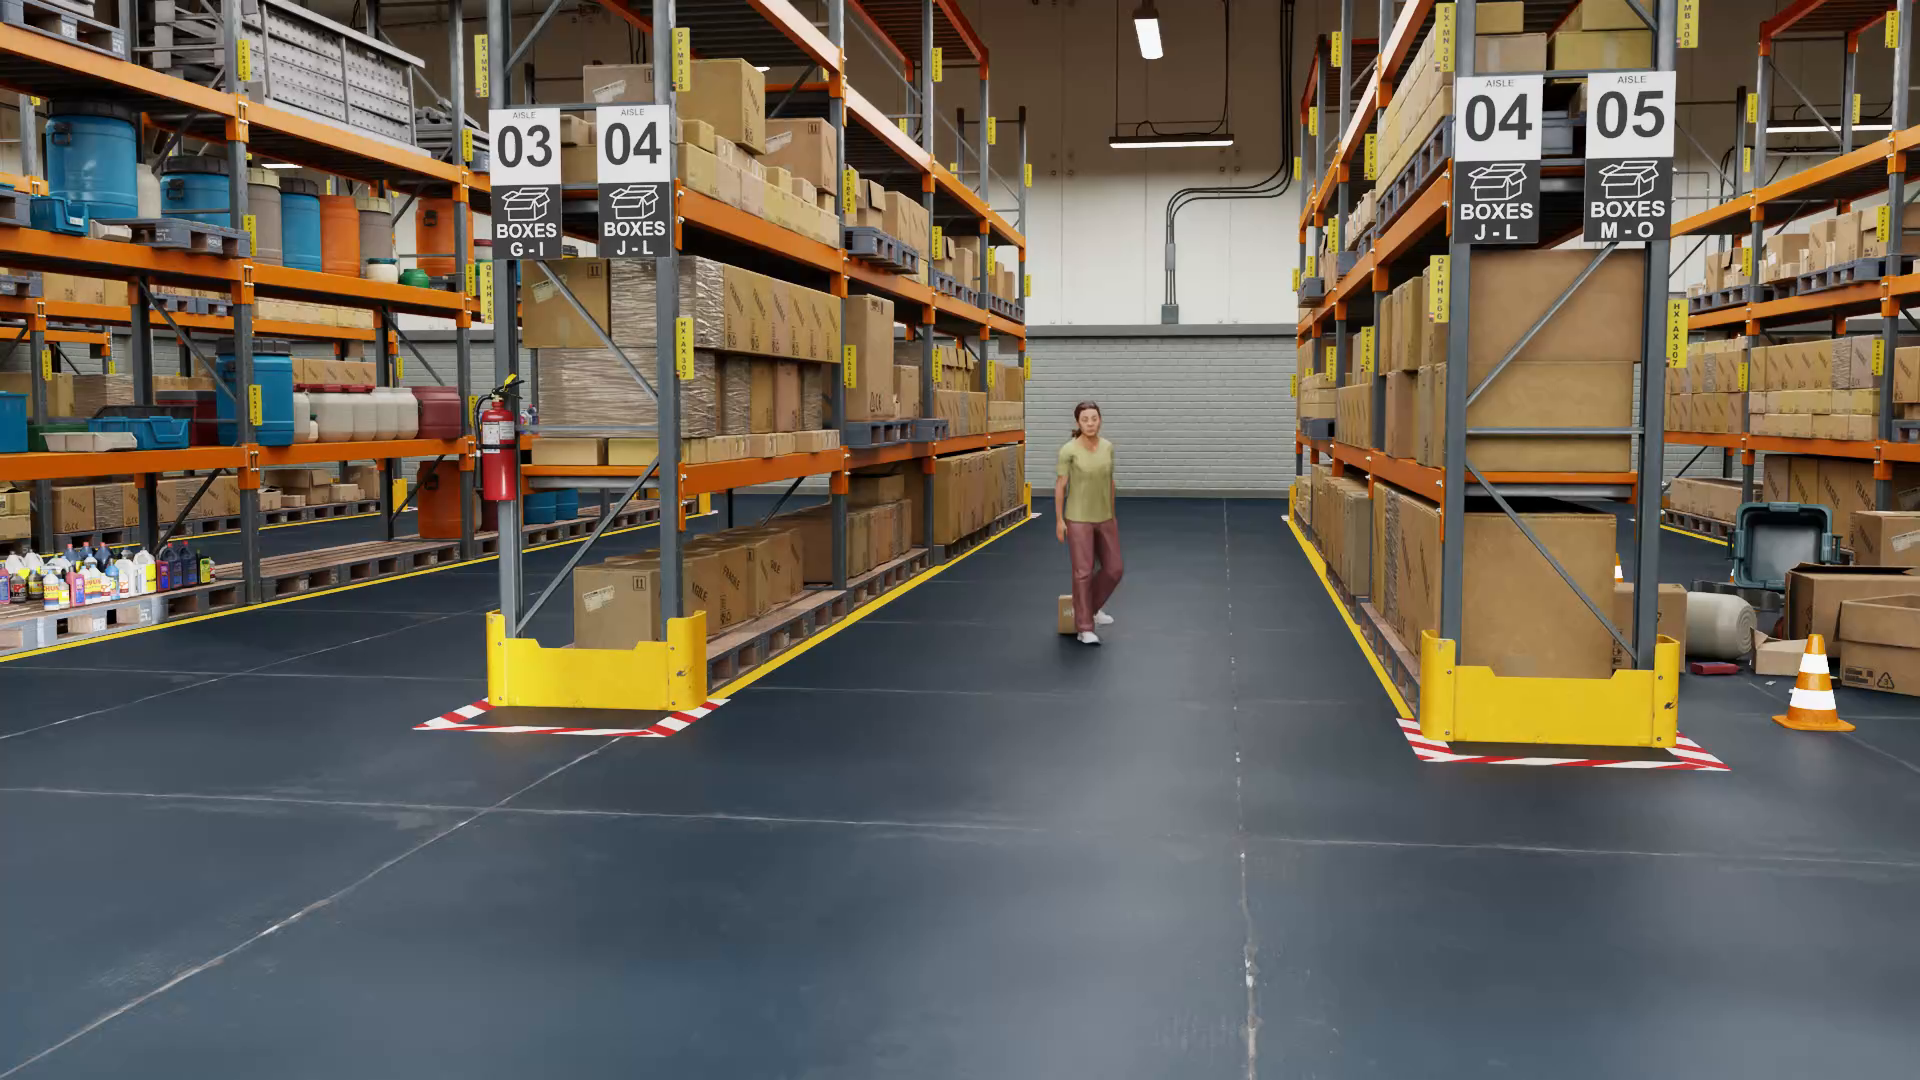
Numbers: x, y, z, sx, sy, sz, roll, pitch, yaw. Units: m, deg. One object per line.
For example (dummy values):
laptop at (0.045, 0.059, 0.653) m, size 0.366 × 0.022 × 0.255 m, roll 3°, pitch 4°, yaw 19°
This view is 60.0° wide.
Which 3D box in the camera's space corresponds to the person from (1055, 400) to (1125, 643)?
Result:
person at (0.869, -0.130, 11.506) m, size 0.519 × 1.666 × 0.512 m, roll -2°, pitch 5°, yaw -24°
